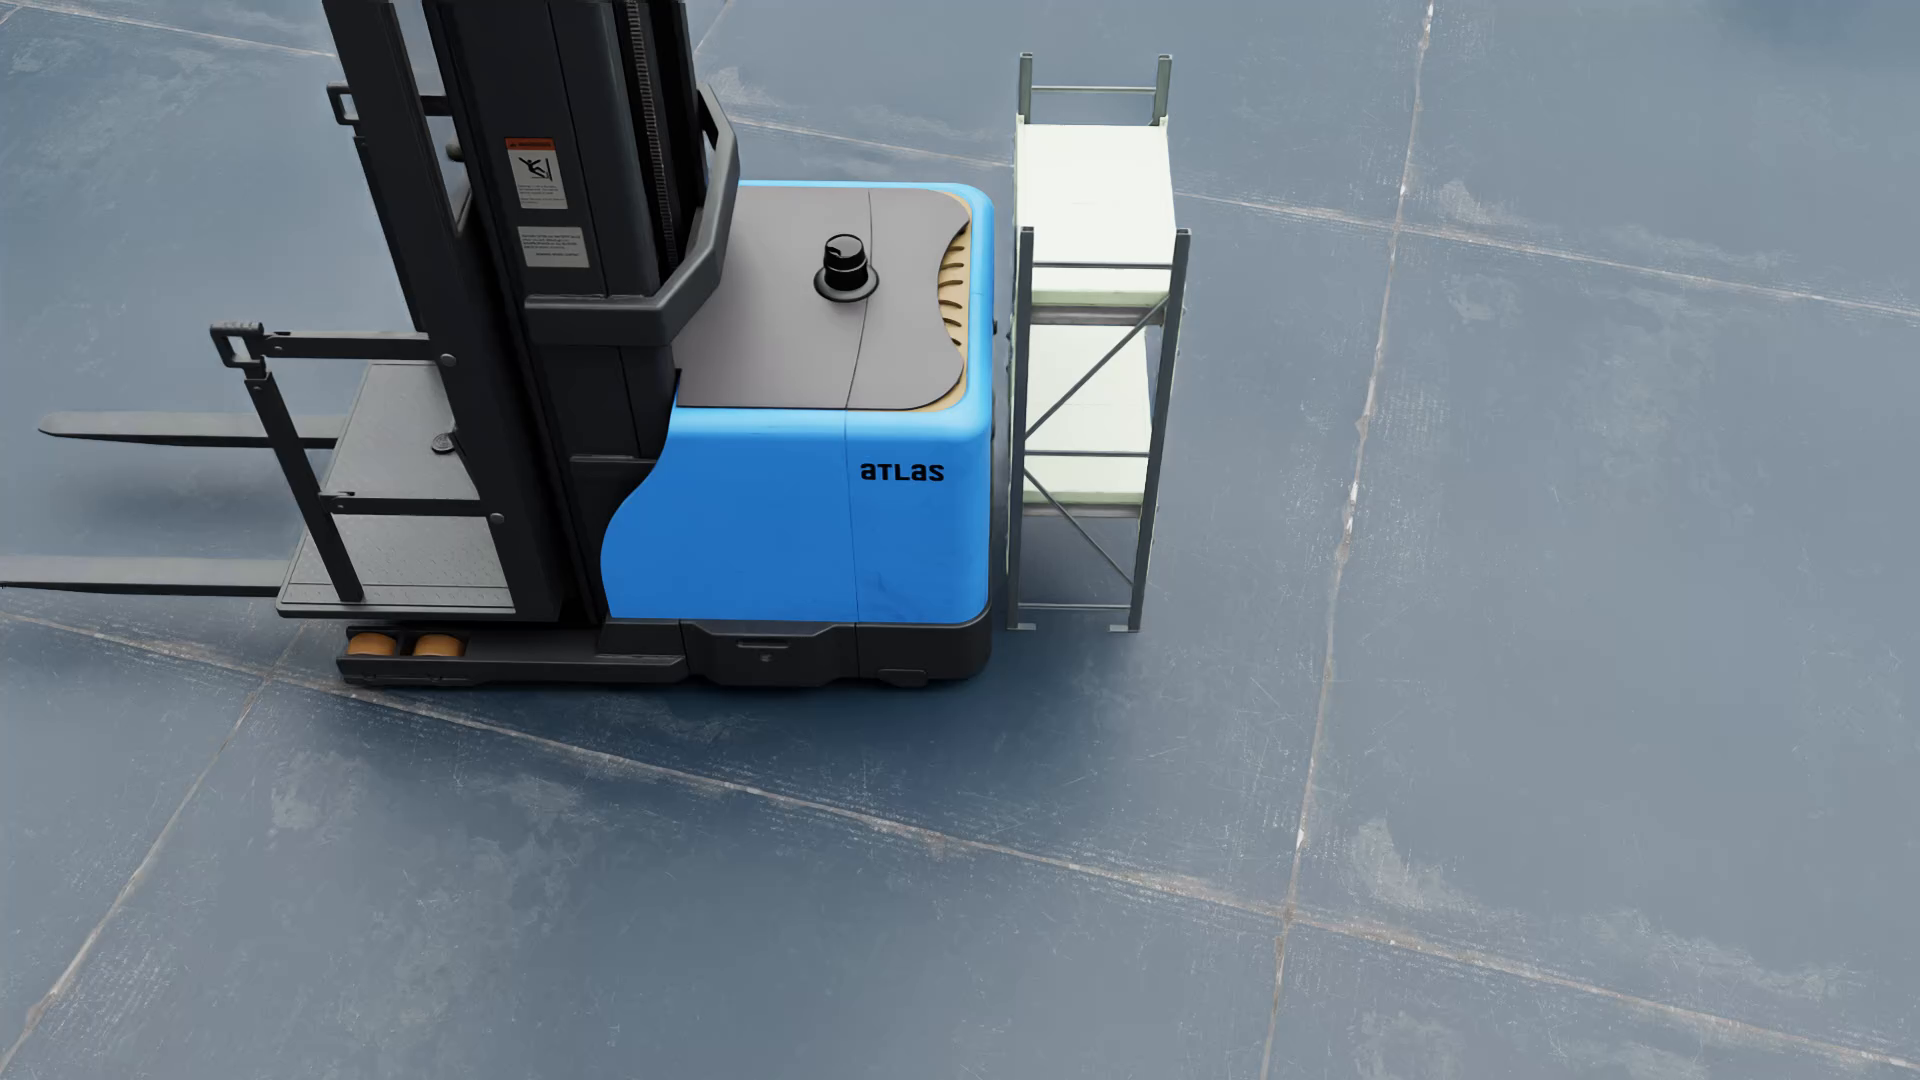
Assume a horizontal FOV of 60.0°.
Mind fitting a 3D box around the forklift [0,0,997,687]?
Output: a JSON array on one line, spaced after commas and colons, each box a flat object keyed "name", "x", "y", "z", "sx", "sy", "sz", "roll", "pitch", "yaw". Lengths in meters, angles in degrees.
[{"name": "forklift", "x": -1.414, "y": -0.938, "z": 4.123, "sx": 3.031, "sy": 2.935, "sz": 1.130, "roll": 1, "pitch": 49, "yaw": 1}]

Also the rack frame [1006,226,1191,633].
[{"name": "rack frame", "x": 0.340, "y": -0.228, "z": 4.451, "sx": 0.400, "sy": 1.500, "sz": 0.023, "roll": 1, "pitch": 49, "yaw": 1}]

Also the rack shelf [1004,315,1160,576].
[{"name": "rack shelf", "x": 0.348, "y": -0.287, "z": 4.938, "sx": 0.431, "sy": 0.370, "sz": 0.720, "roll": 1, "pitch": 49, "yaw": 1}]

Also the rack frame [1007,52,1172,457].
[{"name": "rack frame", "x": 0.357, "y": -0.777, "z": 4.935, "sx": 0.400, "sy": 1.500, "sz": 0.023, "roll": 1, "pitch": 49, "yaw": 1}]

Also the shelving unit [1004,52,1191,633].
[{"name": "shelving unit", "x": 0.348, "y": -0.503, "z": 4.693, "sx": 0.431, "sy": 1.500, "sz": 0.755, "roll": 1, "pitch": 49, "yaw": 1}]

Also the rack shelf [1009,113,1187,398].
[{"name": "rack shelf", "x": 0.349, "y": -0.761, "z": 4.401, "sx": 0.431, "sy": 0.370, "sz": 0.720, "roll": 1, "pitch": 49, "yaw": 1}]
